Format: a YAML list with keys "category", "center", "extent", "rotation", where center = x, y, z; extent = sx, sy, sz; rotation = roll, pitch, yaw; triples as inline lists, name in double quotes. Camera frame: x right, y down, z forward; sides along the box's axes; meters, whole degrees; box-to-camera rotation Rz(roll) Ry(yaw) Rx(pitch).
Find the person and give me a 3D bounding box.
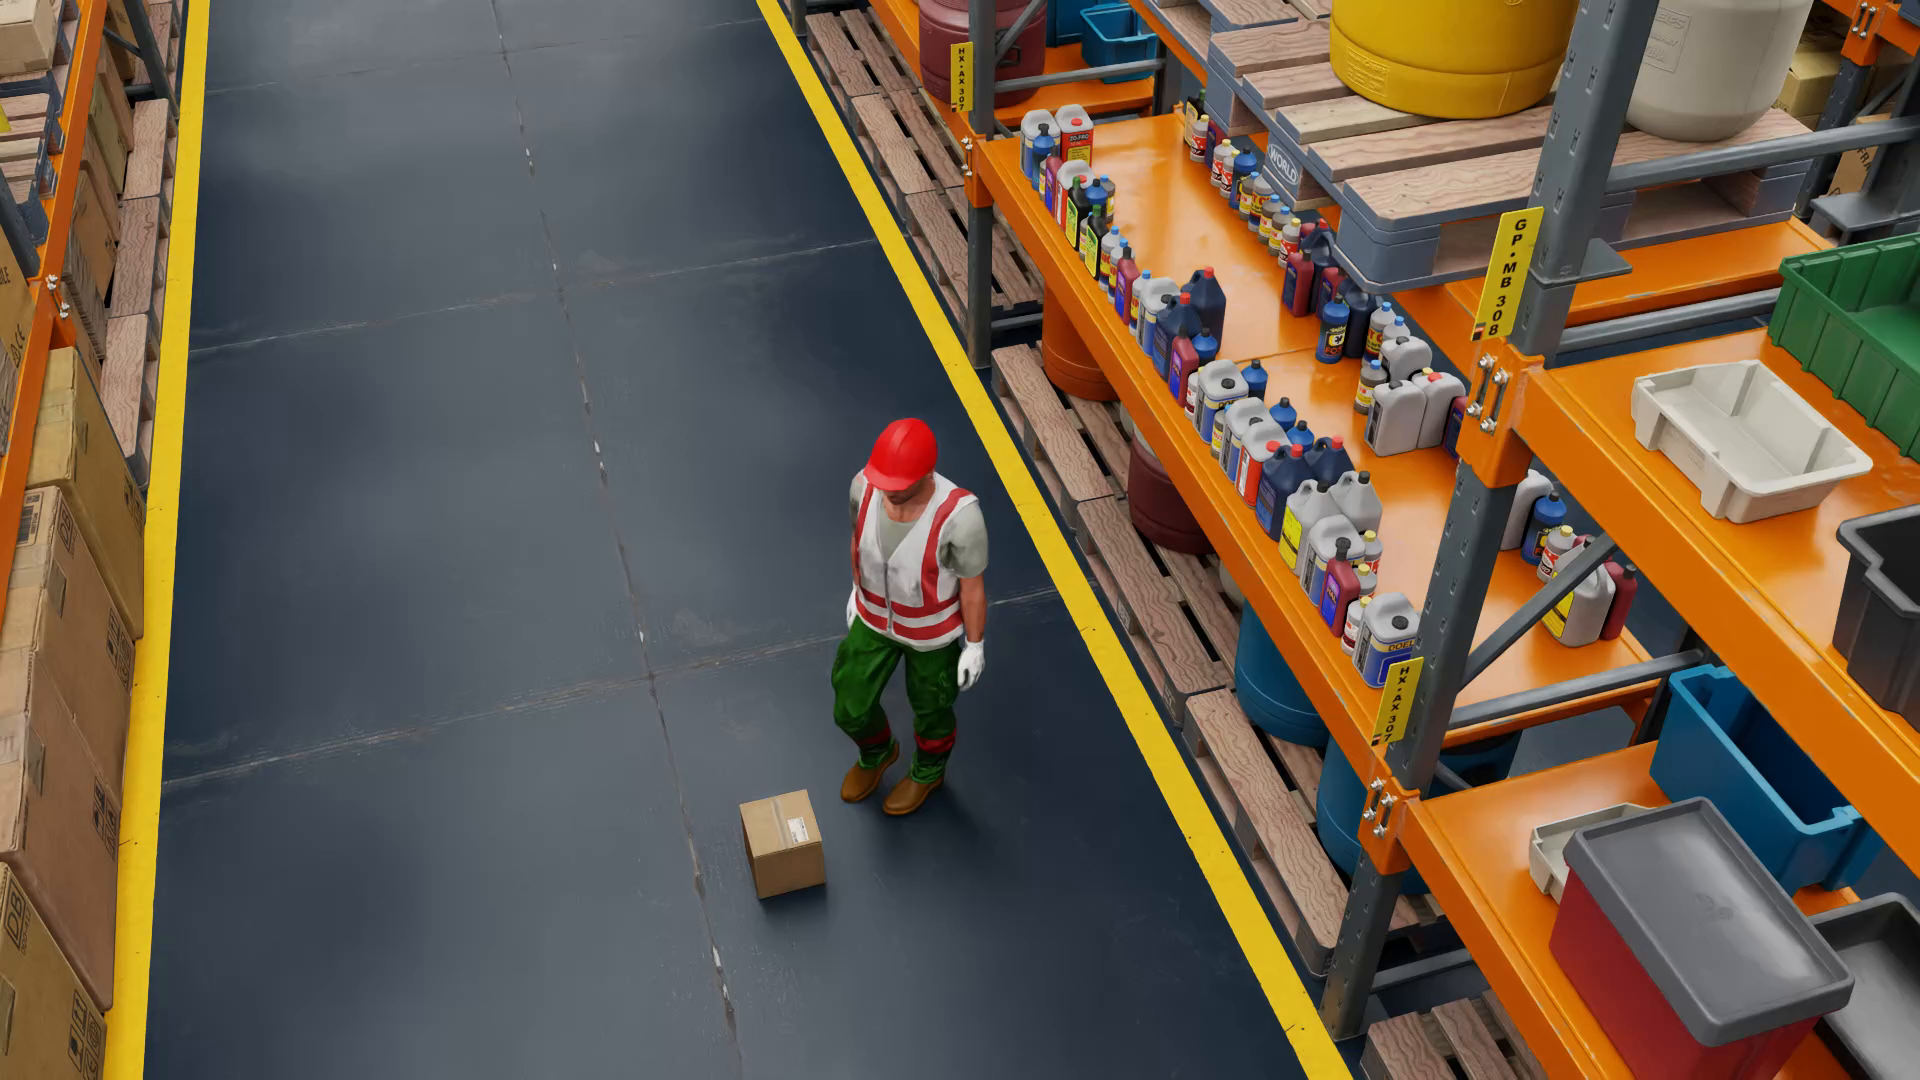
- category: "person"
  center: [-0.183, 0.331, 5.773]
  extent: [0.568, 1.806, 0.441]
  rotation: [19, 45, 20]
